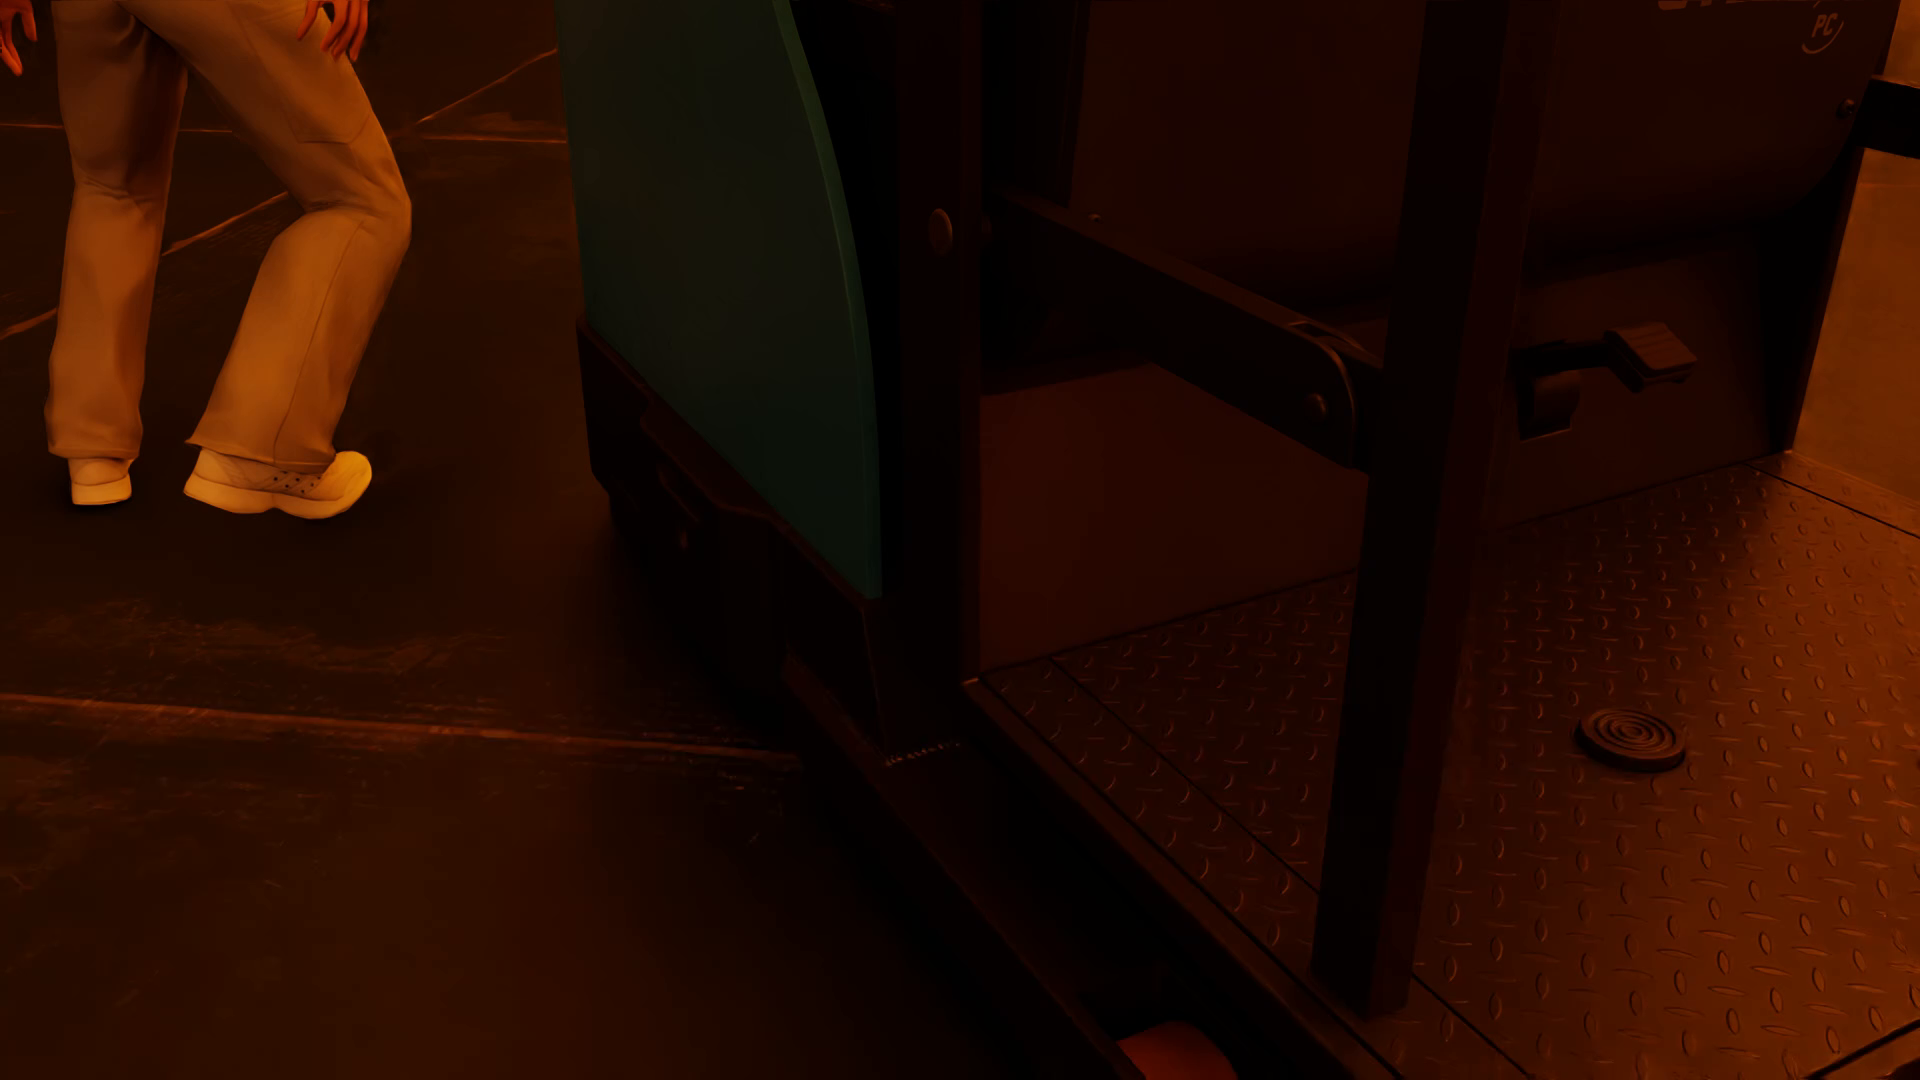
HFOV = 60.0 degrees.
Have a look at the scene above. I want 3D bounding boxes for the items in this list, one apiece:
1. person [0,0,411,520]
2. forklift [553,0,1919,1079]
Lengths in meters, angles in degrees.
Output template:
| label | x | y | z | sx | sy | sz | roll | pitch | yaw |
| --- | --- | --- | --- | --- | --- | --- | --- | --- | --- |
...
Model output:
| label | x | y | z | sx | sy | sz | roll | pitch | yaw |
| --- | --- | --- | --- | --- | --- | --- | --- | --- | --- |
| person | -1.125 | -0.780 | 2.288 | 0.780 | 1.596 | 0.484 | 9 | 28 | 18 |
| forklift | 0.572 | -0.900 | 1.021 | 1.130 | 2.935 | 3.031 | -13 | 30 | -25 |
